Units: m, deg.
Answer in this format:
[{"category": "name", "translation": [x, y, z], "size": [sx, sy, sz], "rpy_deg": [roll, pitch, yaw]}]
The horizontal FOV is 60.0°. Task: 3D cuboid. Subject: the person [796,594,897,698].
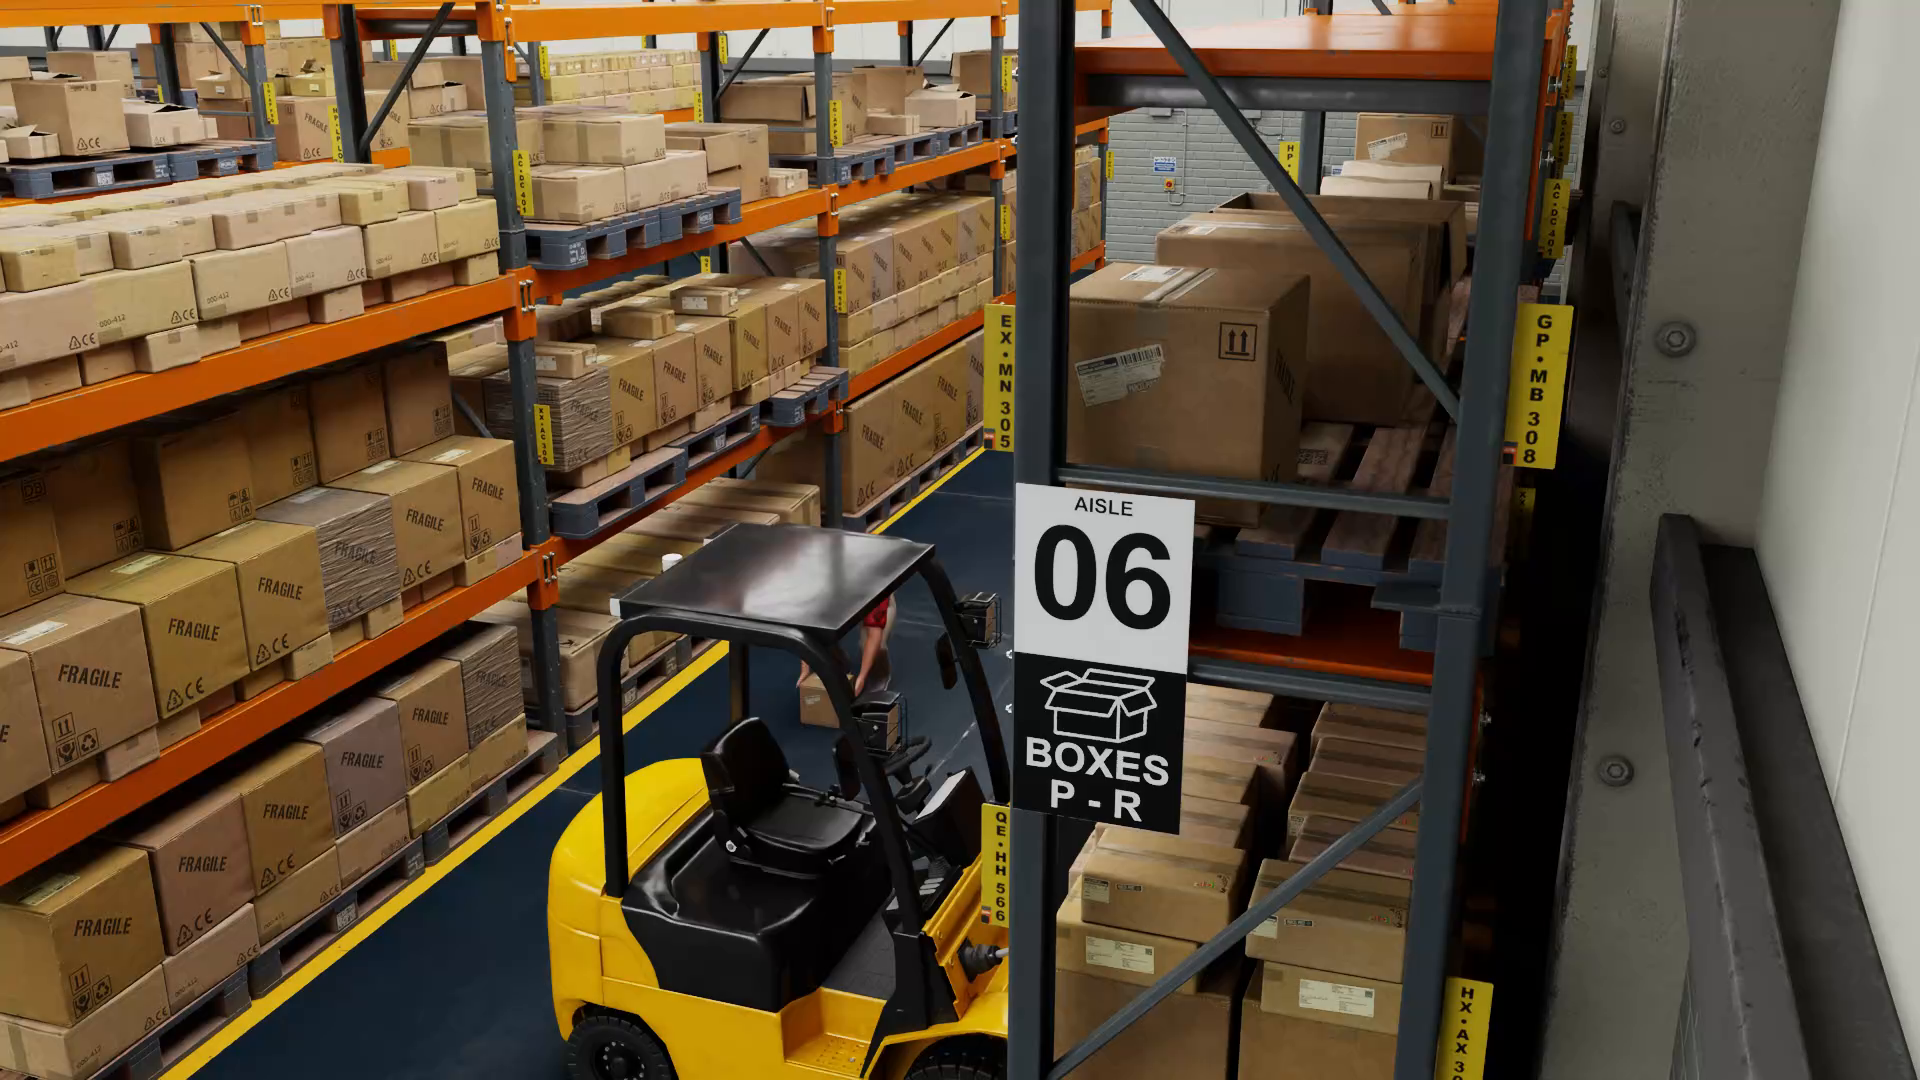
[{"category": "person", "translation": [-0.668, 0.521, 10.270], "size": [0.571, 0.948, 0.886], "rpy_deg": [6, 20, 18]}]
